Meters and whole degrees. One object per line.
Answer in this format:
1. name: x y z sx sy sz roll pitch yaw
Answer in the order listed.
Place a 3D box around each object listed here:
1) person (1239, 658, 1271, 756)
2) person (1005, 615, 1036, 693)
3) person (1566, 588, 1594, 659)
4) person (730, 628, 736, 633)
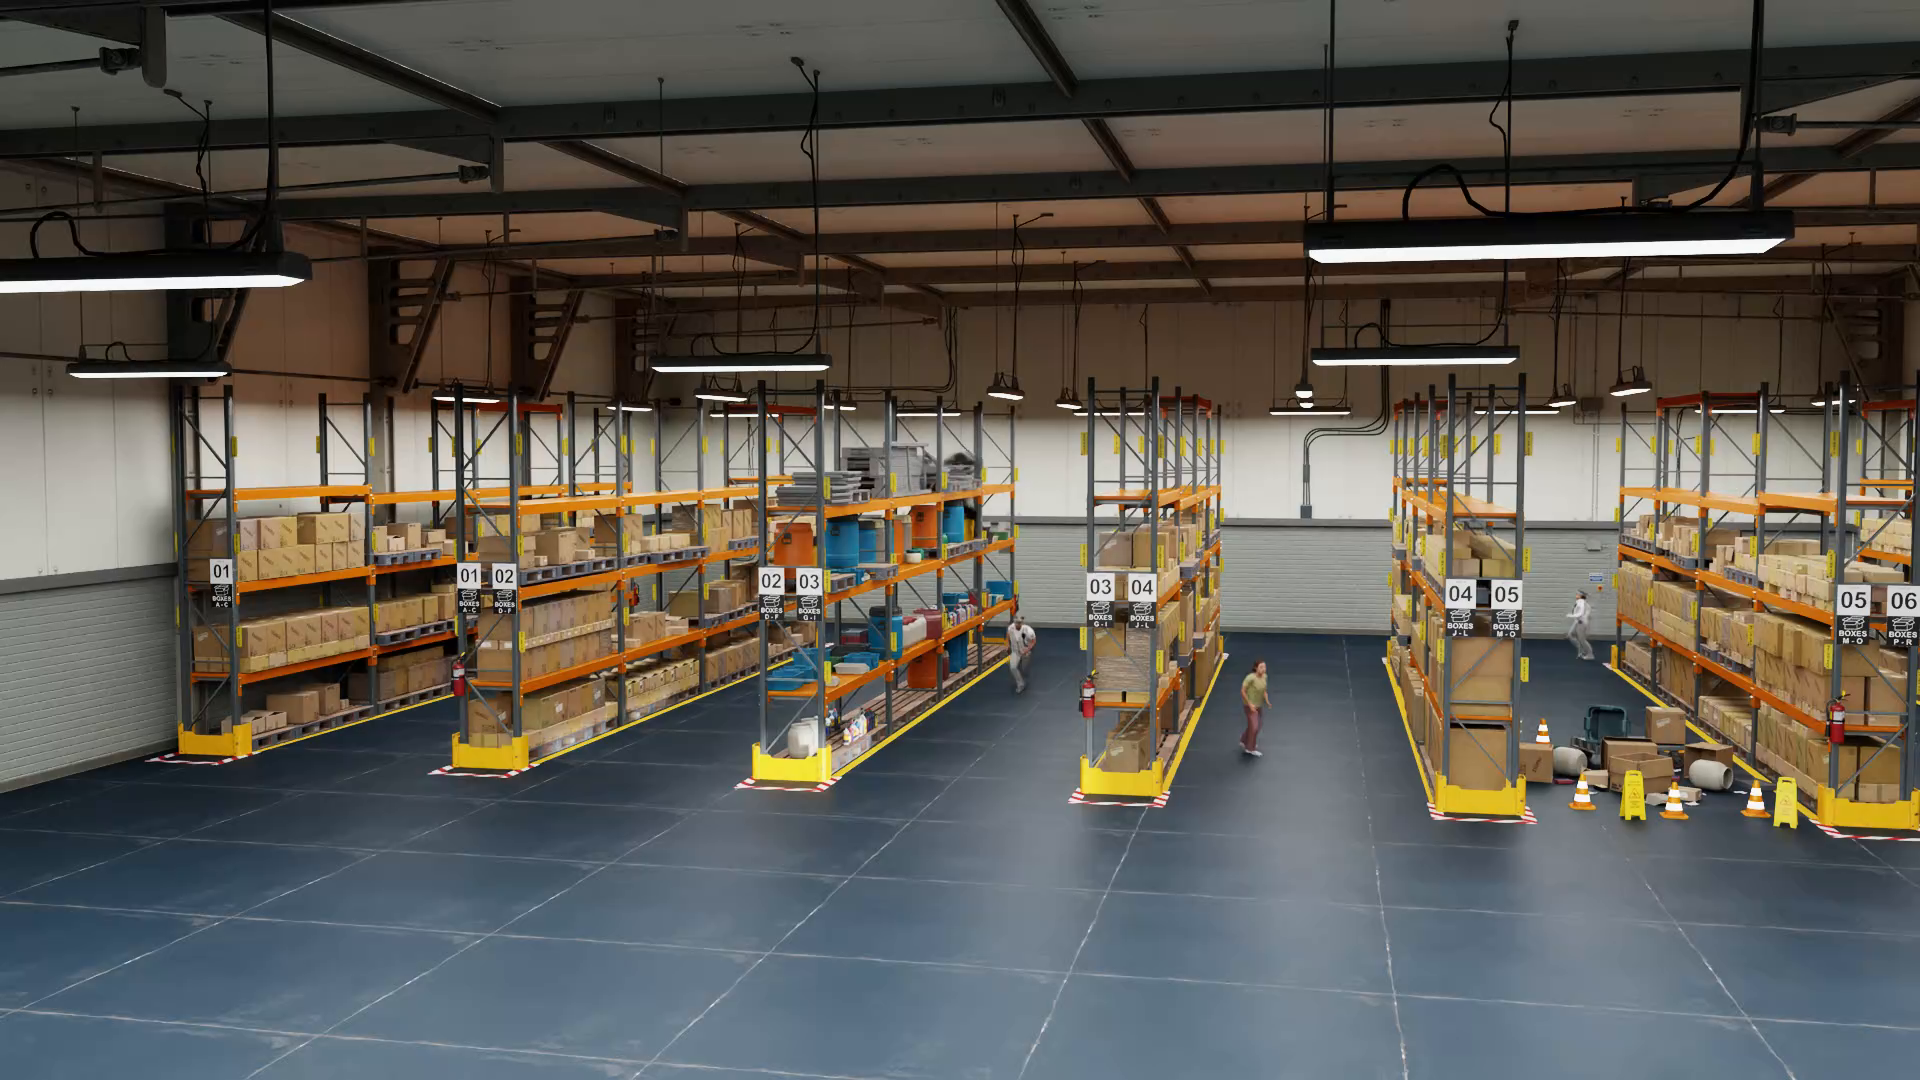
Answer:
1. person: 4.737 2.700 27.047 0.594 1.612 0.755 -2 4 -34
2. person: 1.292 2.305 34.186 0.659 1.614 1.075 1 3 15
3. person: 14.551 1.975 39.032 0.644 1.673 0.604 1 3 20
4. person: -5.782 1.900 41.014 0.665 1.621 0.931 0 3 -4
